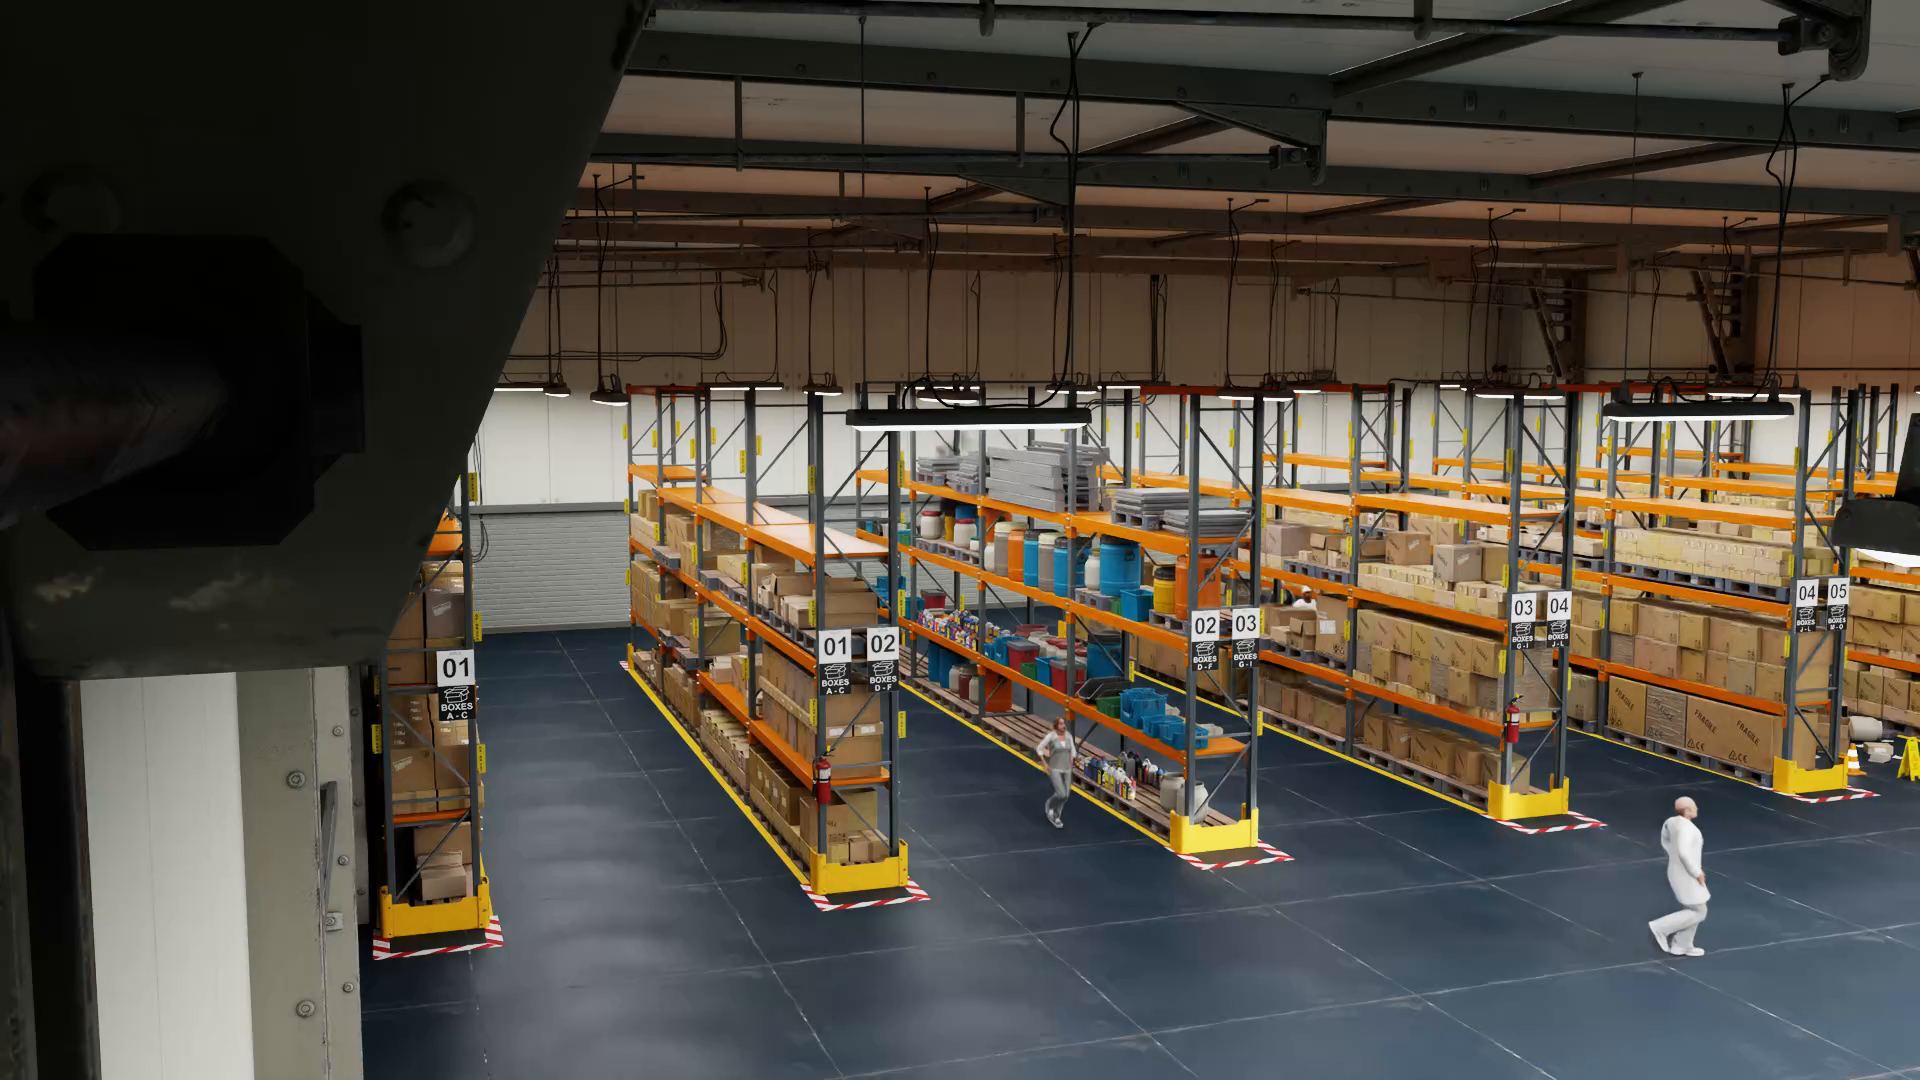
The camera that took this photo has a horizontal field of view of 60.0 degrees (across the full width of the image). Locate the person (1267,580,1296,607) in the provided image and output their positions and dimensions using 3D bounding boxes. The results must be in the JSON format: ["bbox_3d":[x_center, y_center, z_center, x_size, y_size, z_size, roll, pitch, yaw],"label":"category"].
[{"bbox_3d":[7.094,1.717,36.607,0.656,1.718,0.792,-1,6,-13],"label":"person"}]

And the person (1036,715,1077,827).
[{"bbox_3d":[1.381,3.194,22.859,0.522,1.559,0.549,-3,6,-24],"label":"person"}]

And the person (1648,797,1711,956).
[{"bbox_3d":[7.741,3.624,17.907,0.630,1.743,0.703,1,6,6],"label":"person"}]

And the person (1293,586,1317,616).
[{"bbox_3d":[7.379,1.846,35.283,0.711,1.737,0.839,-2,6,-17],"label":"person"}]
